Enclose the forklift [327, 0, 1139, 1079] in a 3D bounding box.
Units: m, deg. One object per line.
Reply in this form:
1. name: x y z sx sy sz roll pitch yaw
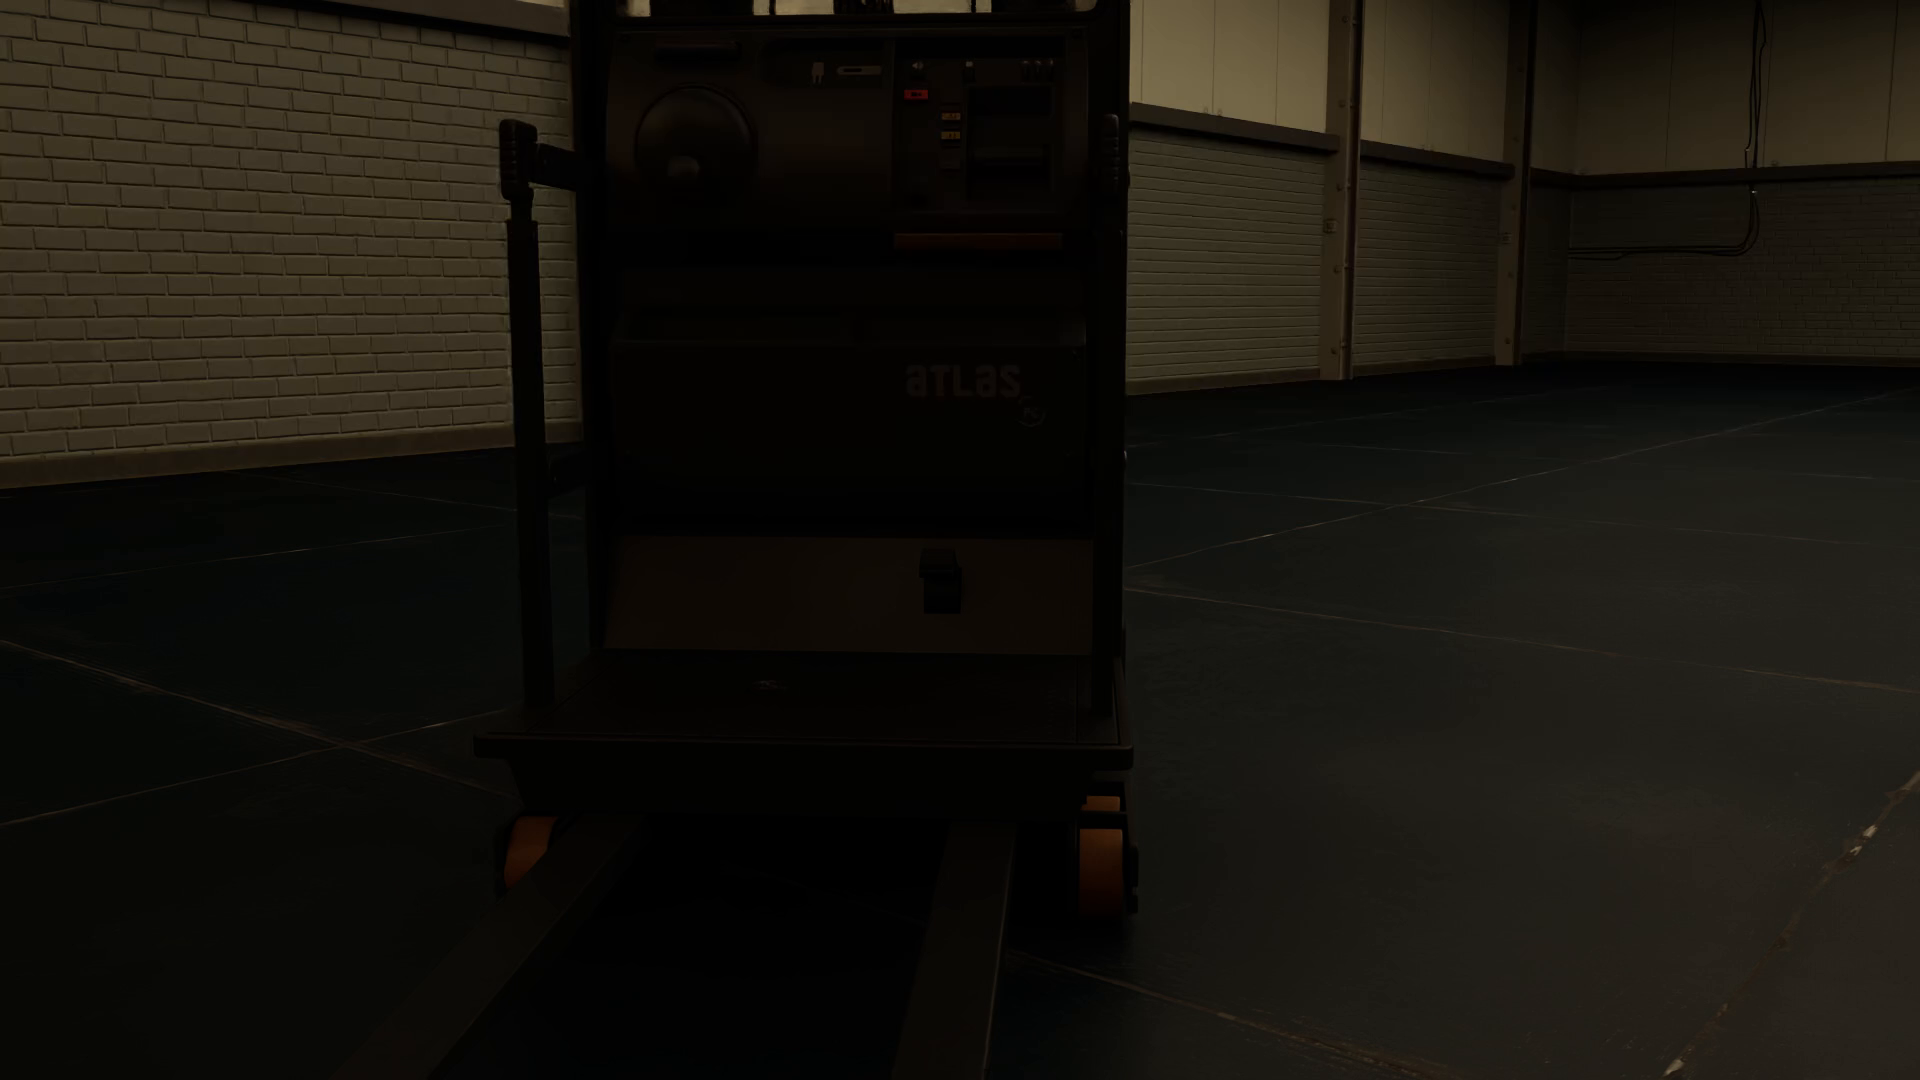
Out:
1. forklift: -0.231 -0.837 3.003 1.130 2.935 3.031 1 8 4
